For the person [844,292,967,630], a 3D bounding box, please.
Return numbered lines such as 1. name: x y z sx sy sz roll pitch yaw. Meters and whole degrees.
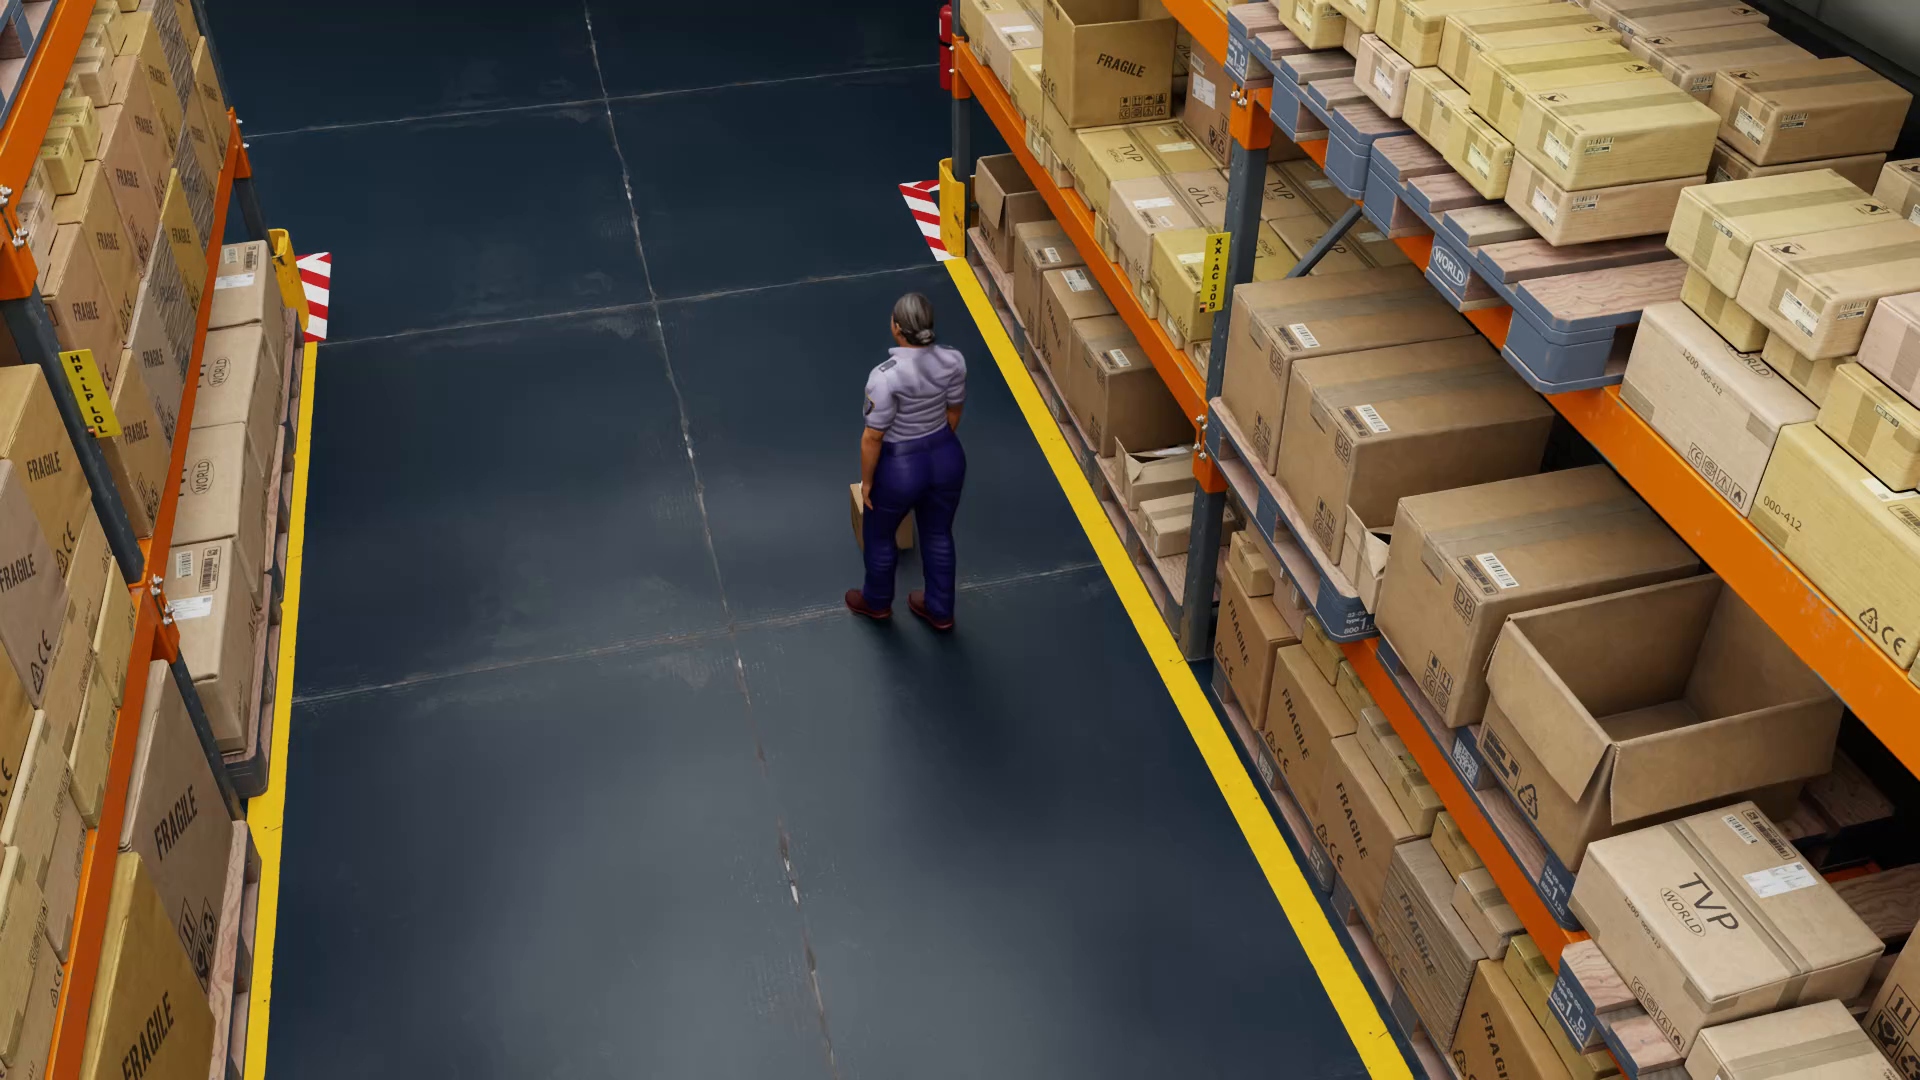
1. person: -0.229 -0.321 7.140 0.497 1.661 0.497 -20 43 -23
